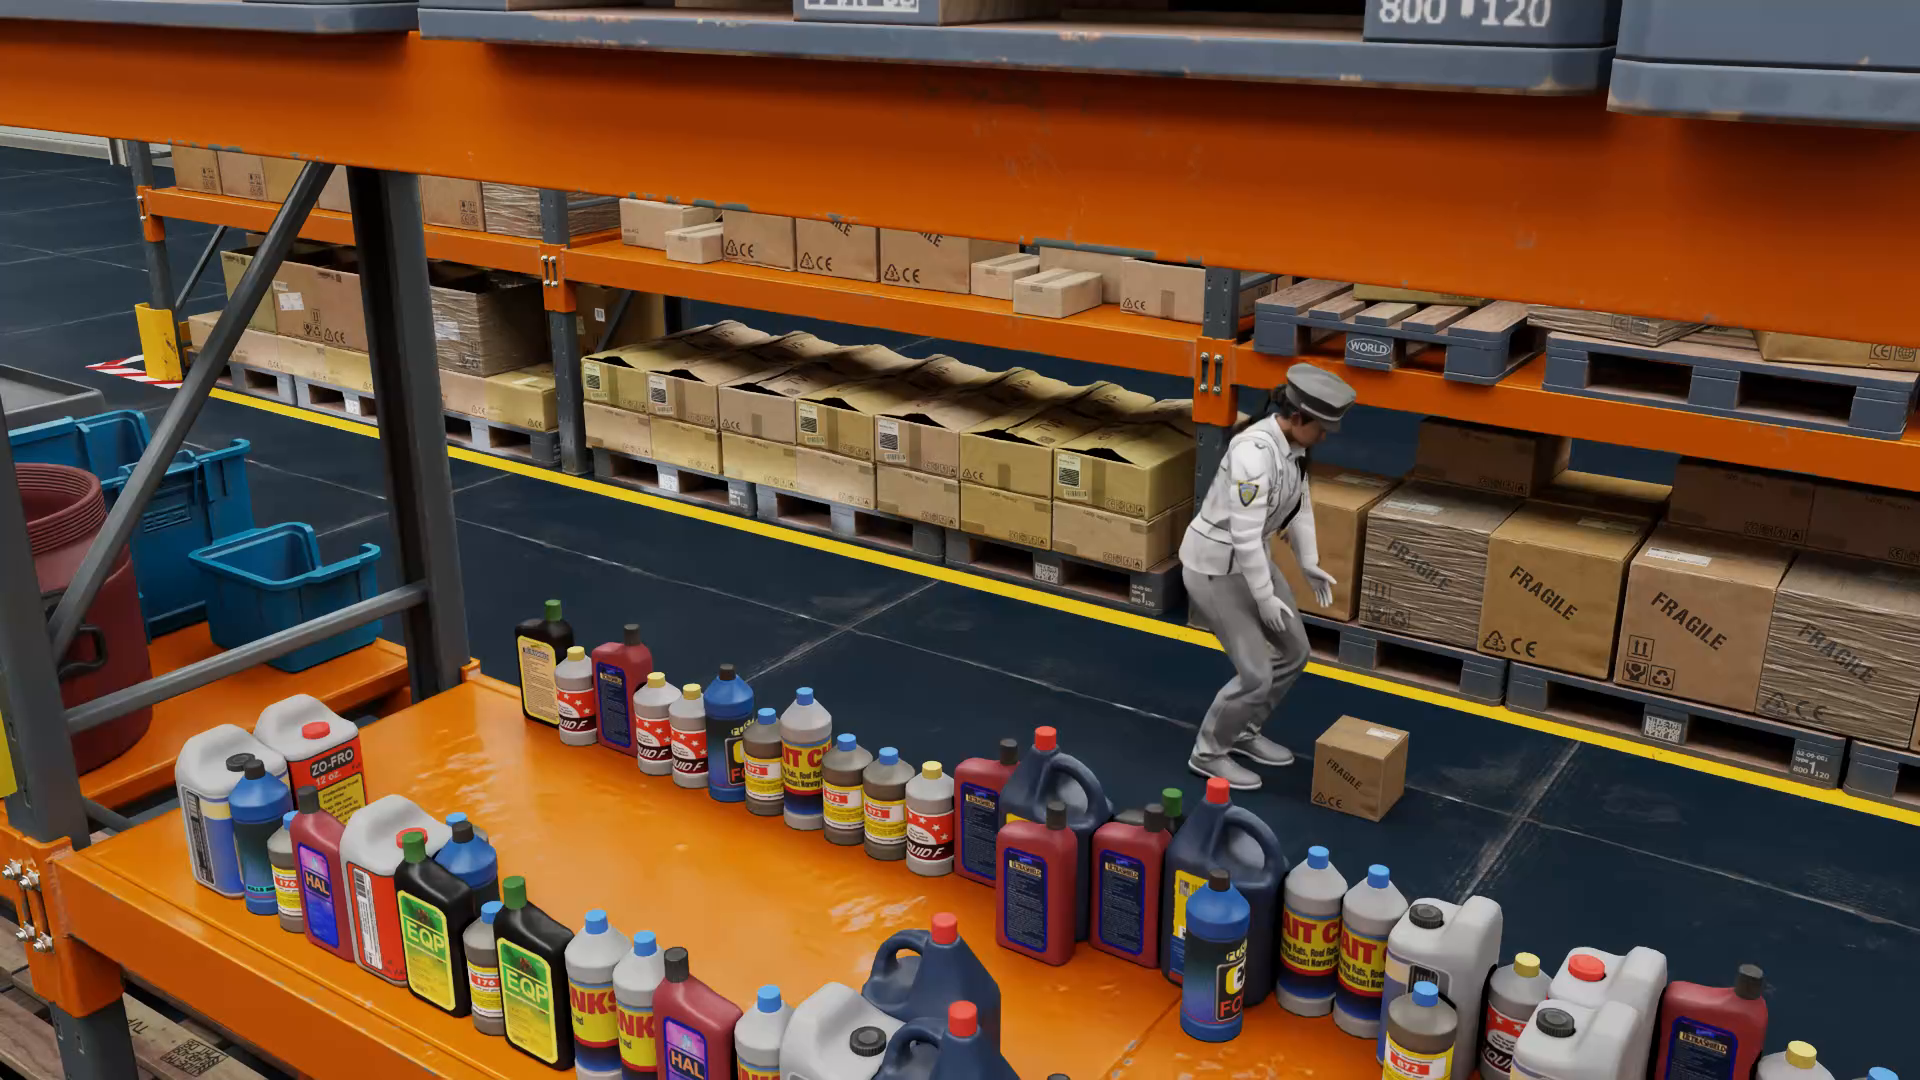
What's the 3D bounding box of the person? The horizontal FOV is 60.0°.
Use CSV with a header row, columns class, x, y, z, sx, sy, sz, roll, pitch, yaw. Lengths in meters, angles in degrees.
class,x,y,z,sx,sy,sz,roll,pitch,yaw
person,1.139,0.324,5.974,0.812,1.127,0.514,13,24,32
